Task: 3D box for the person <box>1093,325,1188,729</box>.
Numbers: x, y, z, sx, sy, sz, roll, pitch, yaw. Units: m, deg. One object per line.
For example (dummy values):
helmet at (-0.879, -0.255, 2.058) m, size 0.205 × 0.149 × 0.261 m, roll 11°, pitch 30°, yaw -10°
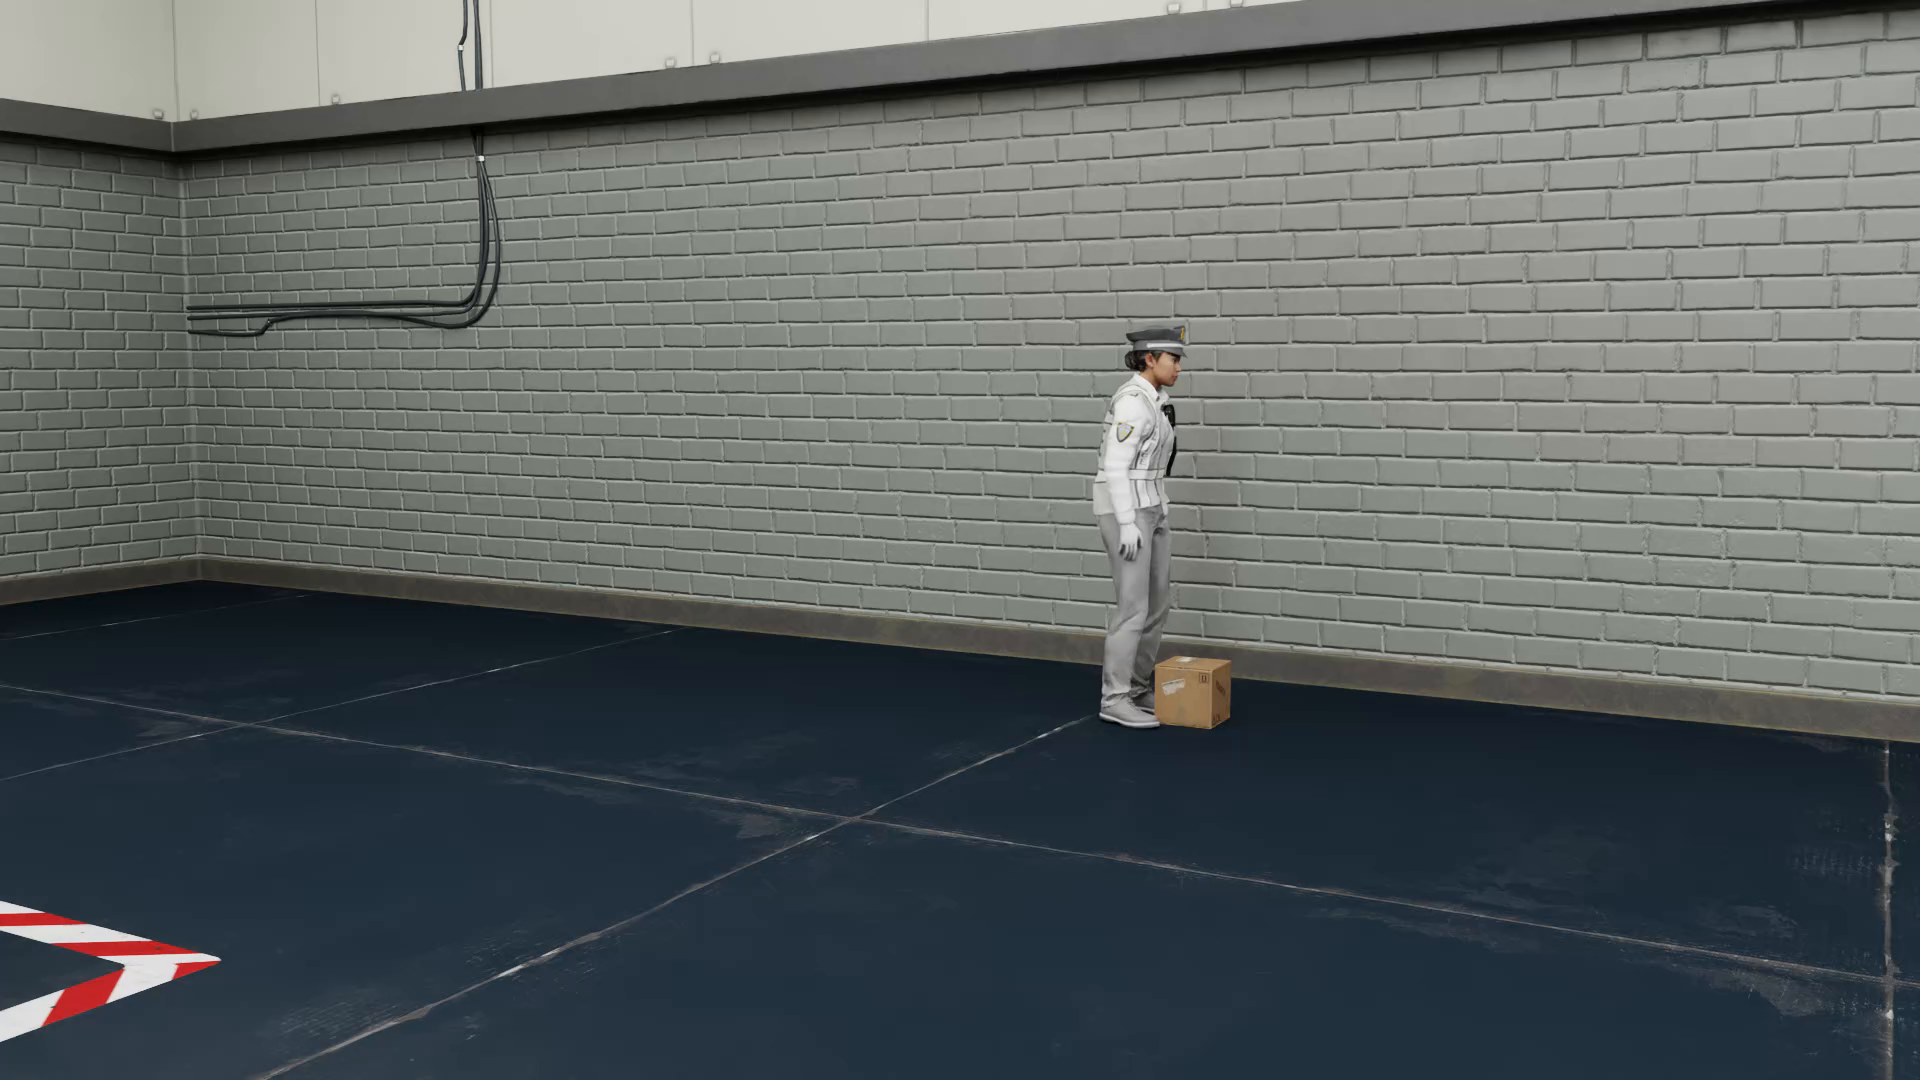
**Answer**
person at (0.766, -0.073, 7.048) m, size 0.373 × 1.662 × 0.537 m, roll 3°, pitch 7°, yaw 25°
